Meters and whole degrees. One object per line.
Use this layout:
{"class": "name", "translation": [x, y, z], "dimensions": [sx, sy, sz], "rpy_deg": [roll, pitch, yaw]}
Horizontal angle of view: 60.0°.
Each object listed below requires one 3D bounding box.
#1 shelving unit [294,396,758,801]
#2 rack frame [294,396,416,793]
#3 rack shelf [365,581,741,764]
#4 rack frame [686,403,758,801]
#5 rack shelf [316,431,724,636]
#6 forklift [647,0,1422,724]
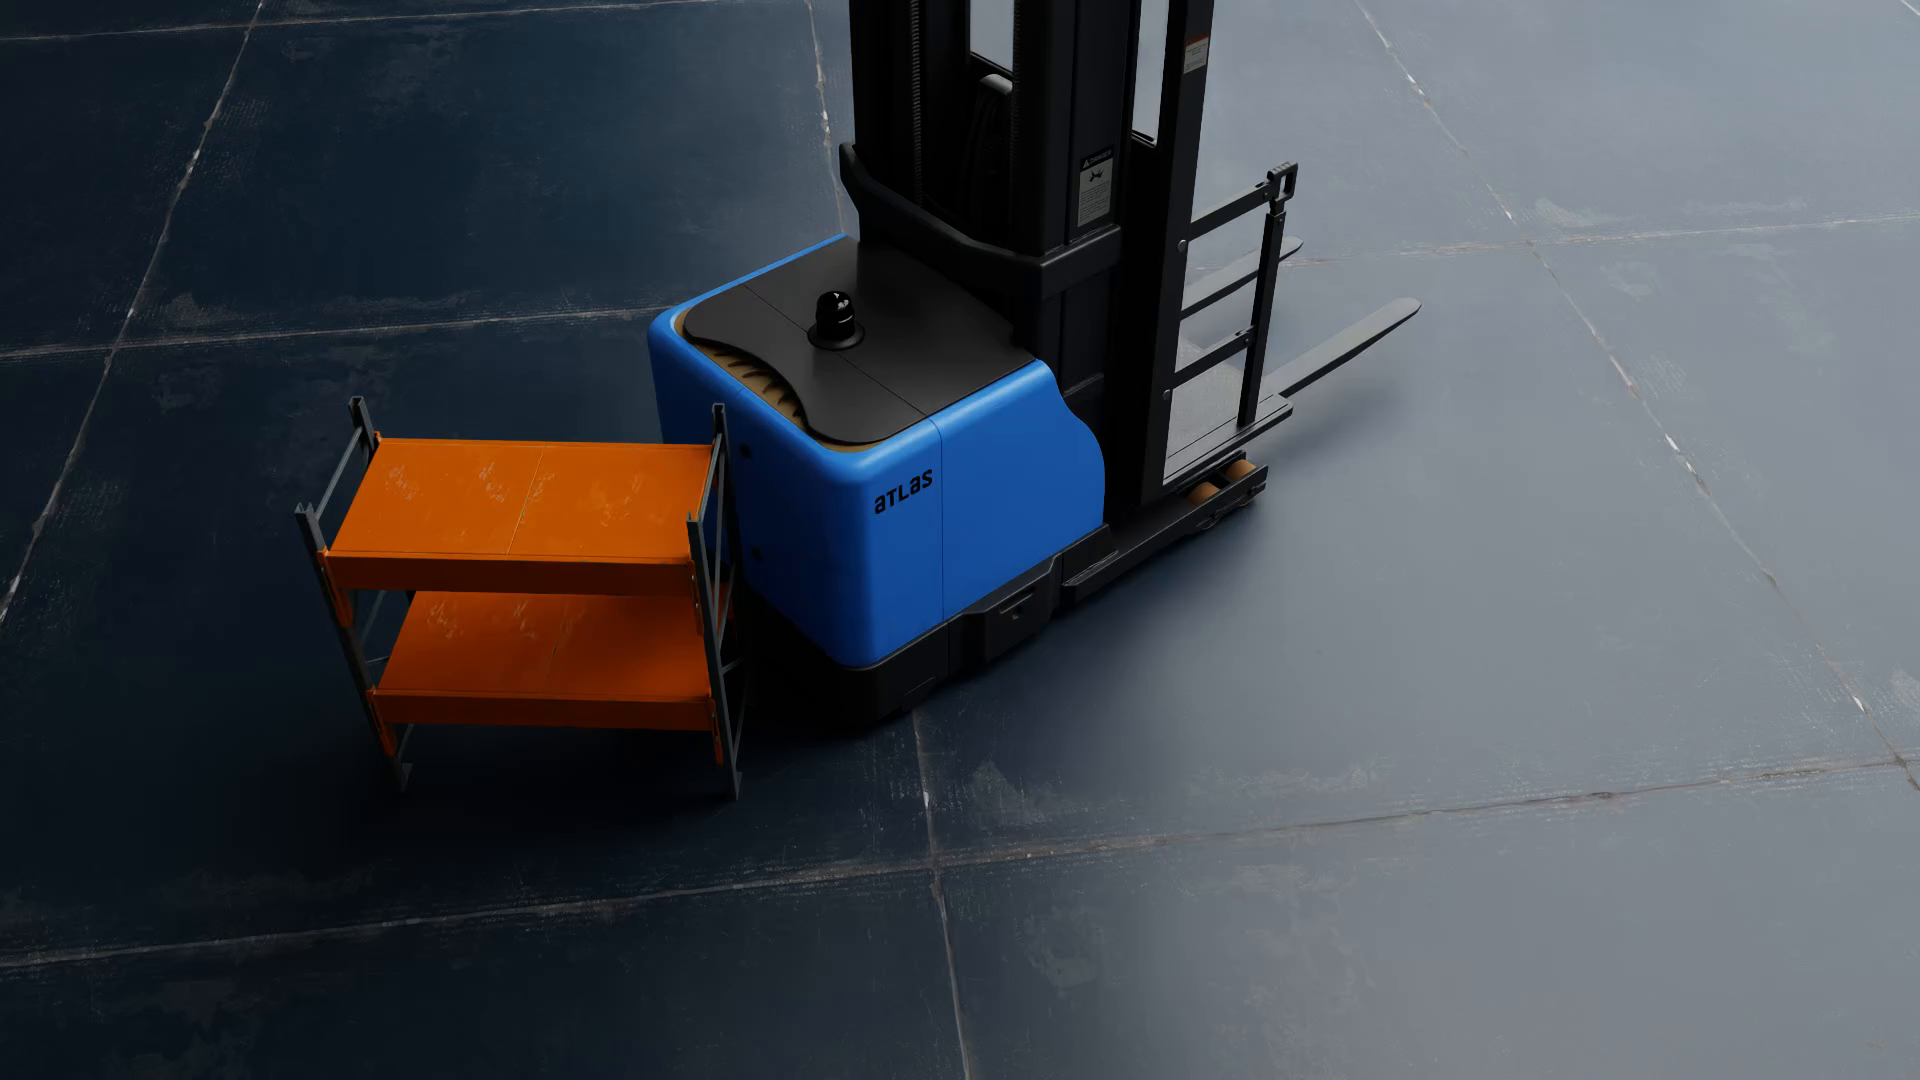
{"class": "shelving unit", "translation": [-1.188, 0.193, 4.840], "dimensions": [1.048, 1.125, 0.538], "rpy_deg": [1, 42, 1]}
{"class": "rack frame", "translation": [-1.696, 0.181, 4.853], "dimensions": [0.032, 1.125, 0.500], "rpy_deg": [1, 42, 1]}
{"class": "rack shelf", "translation": [-1.188, 0.374, 5.004], "dimensions": [1.000, 0.278, 0.538], "rpy_deg": [1, 42, 1]}
{"class": "rack frame", "translation": [-0.680, 0.204, 4.828], "dimensions": [0.032, 1.125, 0.500], "rpy_deg": [1, 42, 1]}
{"class": "rack shelf", "translation": [-1.188, -0.025, 4.644], "dimensions": [1.000, 0.278, 0.538], "rpy_deg": [1, 42, 1]}
{"class": "forklift", "translation": [0.476, -1.366, 5.219], "dimensions": [3.031, 2.935, 1.130], "rpy_deg": [-30, 50, -29]}
